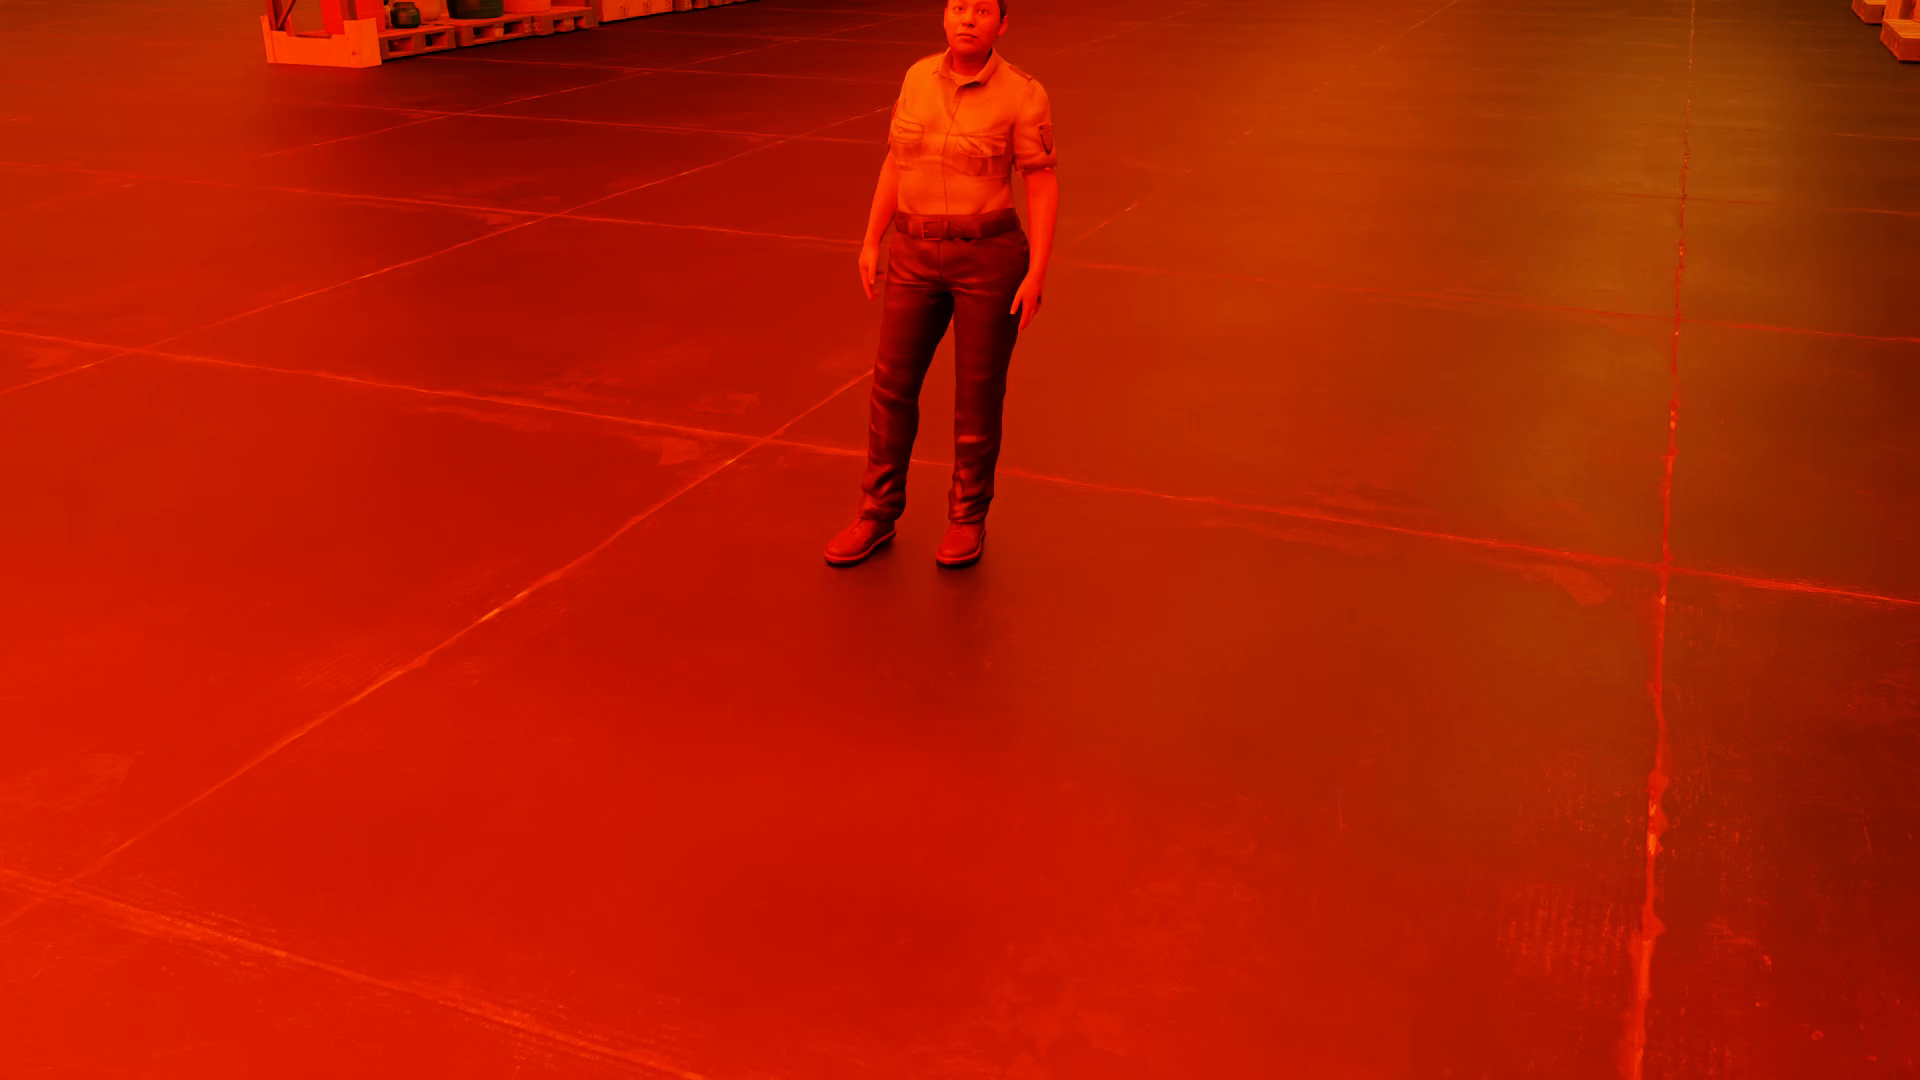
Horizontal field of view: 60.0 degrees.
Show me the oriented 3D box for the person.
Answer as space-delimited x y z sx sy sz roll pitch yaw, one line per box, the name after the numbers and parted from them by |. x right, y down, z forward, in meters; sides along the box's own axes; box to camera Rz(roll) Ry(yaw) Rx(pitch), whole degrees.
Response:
-0.056 -0.738 4.704 0.598 1.651 0.502 9 24 21 | person
